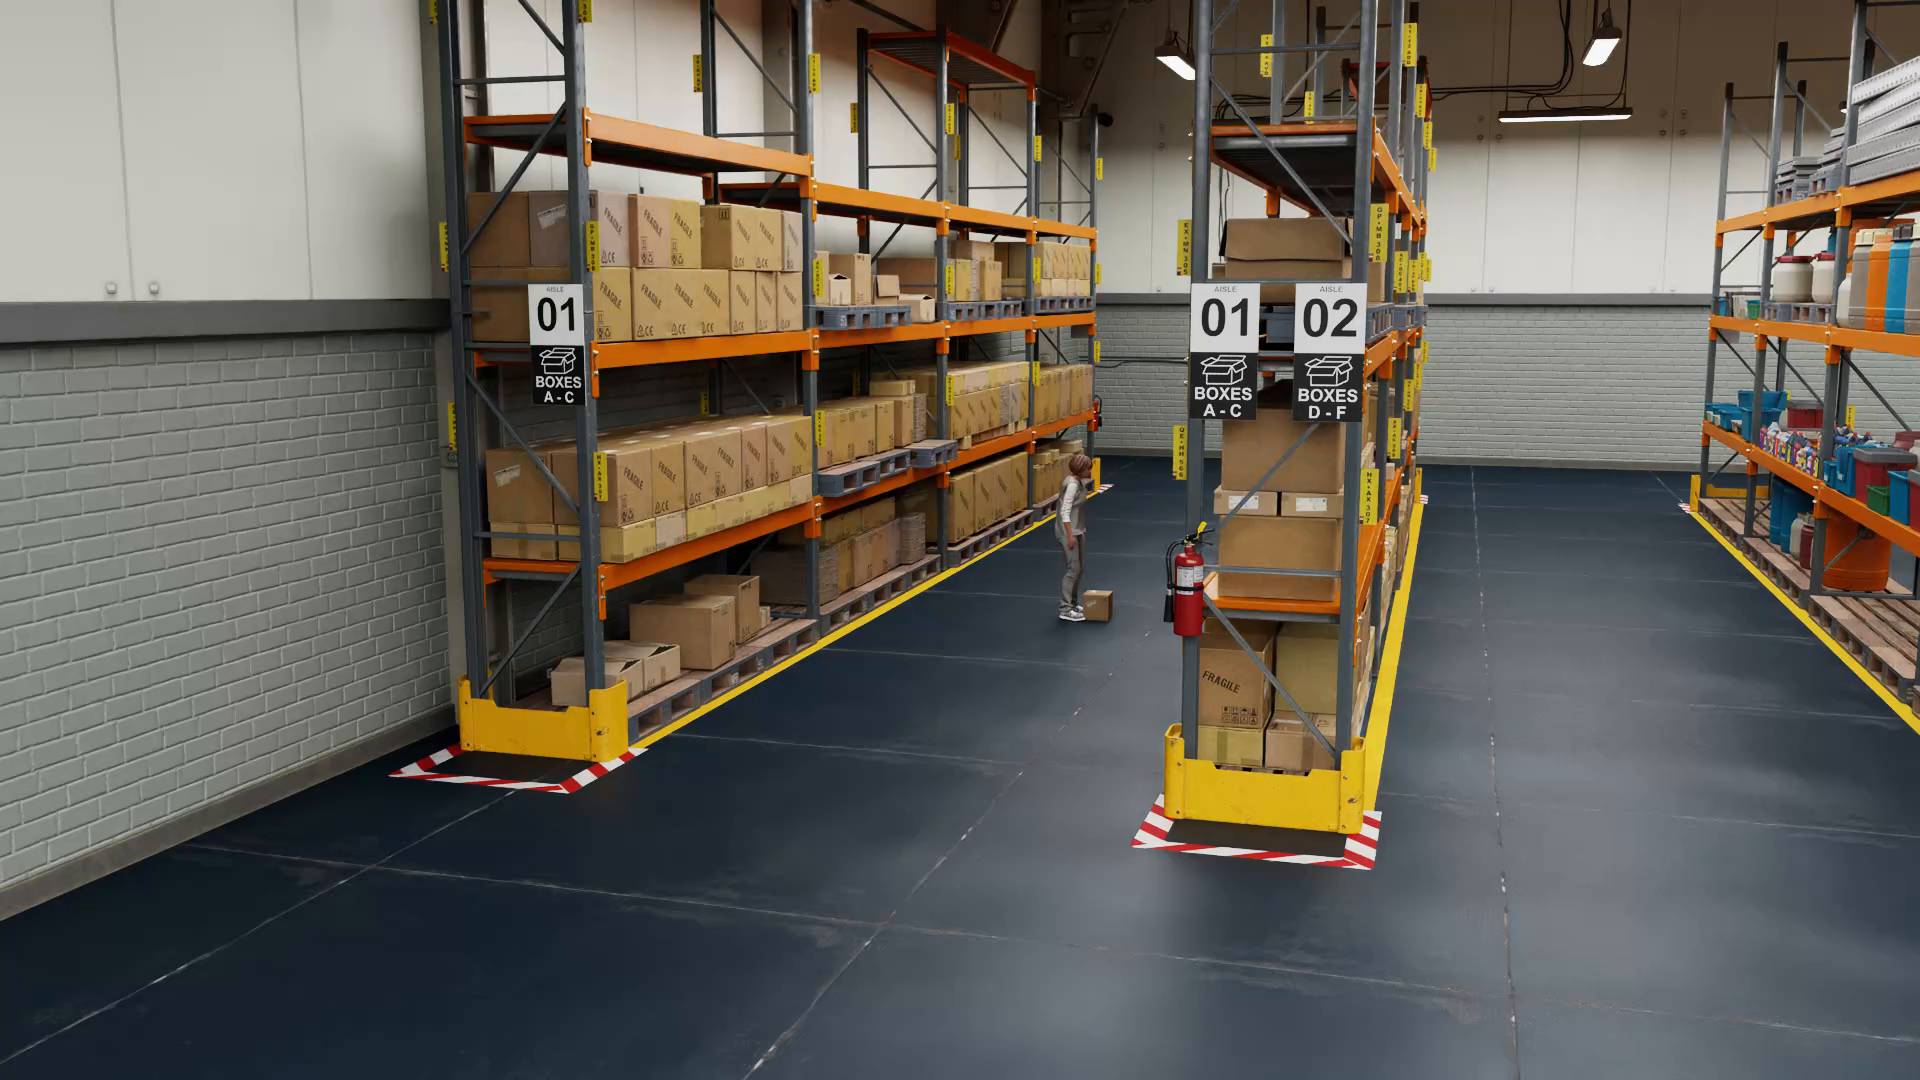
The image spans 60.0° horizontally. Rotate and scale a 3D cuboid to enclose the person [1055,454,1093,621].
[{"bbox_3d":[1.099,-0.035,16.121,0.347,1.591,0.459,3,9,16],"label":"person"}]
